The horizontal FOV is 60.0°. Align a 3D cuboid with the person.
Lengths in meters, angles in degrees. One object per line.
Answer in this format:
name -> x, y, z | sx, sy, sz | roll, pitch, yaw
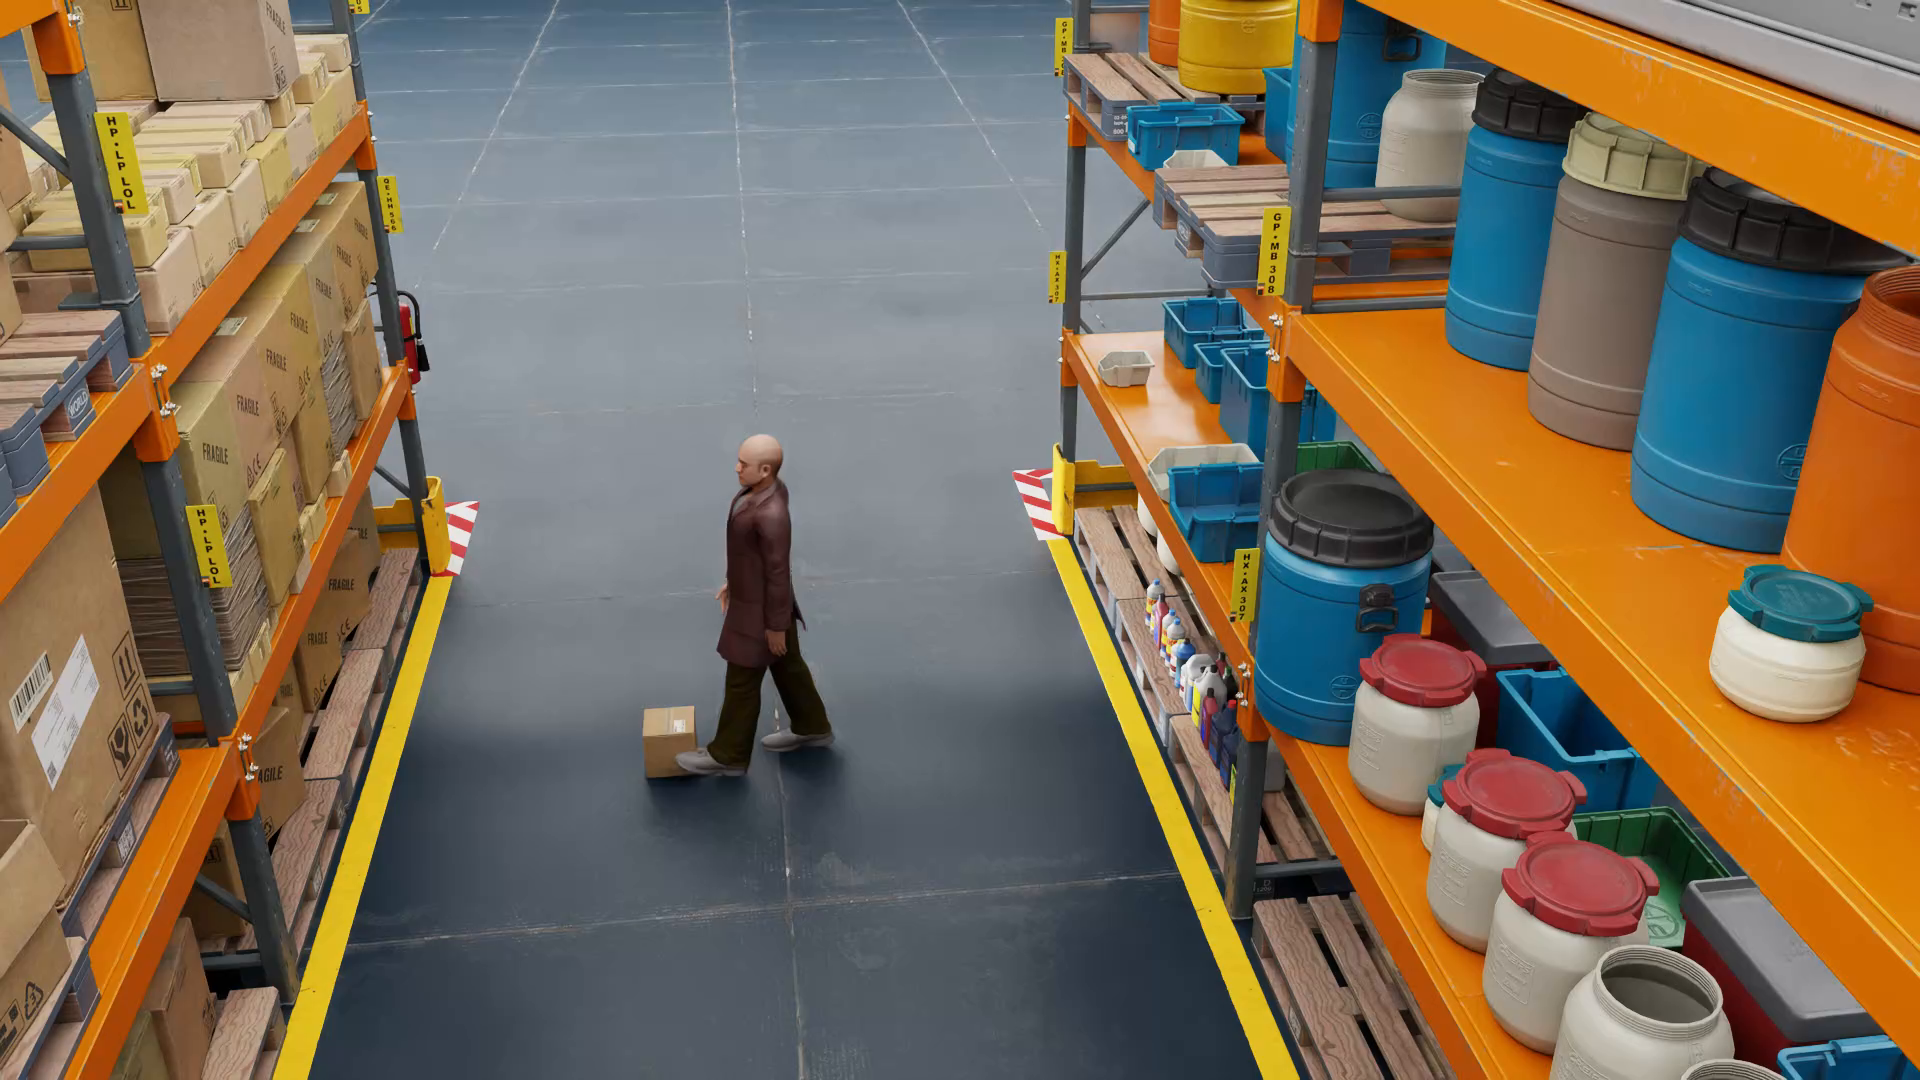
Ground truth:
person -> -1.026, 0.320, 8.024 | 0.789, 1.777, 0.579 | -2, 27, -5
